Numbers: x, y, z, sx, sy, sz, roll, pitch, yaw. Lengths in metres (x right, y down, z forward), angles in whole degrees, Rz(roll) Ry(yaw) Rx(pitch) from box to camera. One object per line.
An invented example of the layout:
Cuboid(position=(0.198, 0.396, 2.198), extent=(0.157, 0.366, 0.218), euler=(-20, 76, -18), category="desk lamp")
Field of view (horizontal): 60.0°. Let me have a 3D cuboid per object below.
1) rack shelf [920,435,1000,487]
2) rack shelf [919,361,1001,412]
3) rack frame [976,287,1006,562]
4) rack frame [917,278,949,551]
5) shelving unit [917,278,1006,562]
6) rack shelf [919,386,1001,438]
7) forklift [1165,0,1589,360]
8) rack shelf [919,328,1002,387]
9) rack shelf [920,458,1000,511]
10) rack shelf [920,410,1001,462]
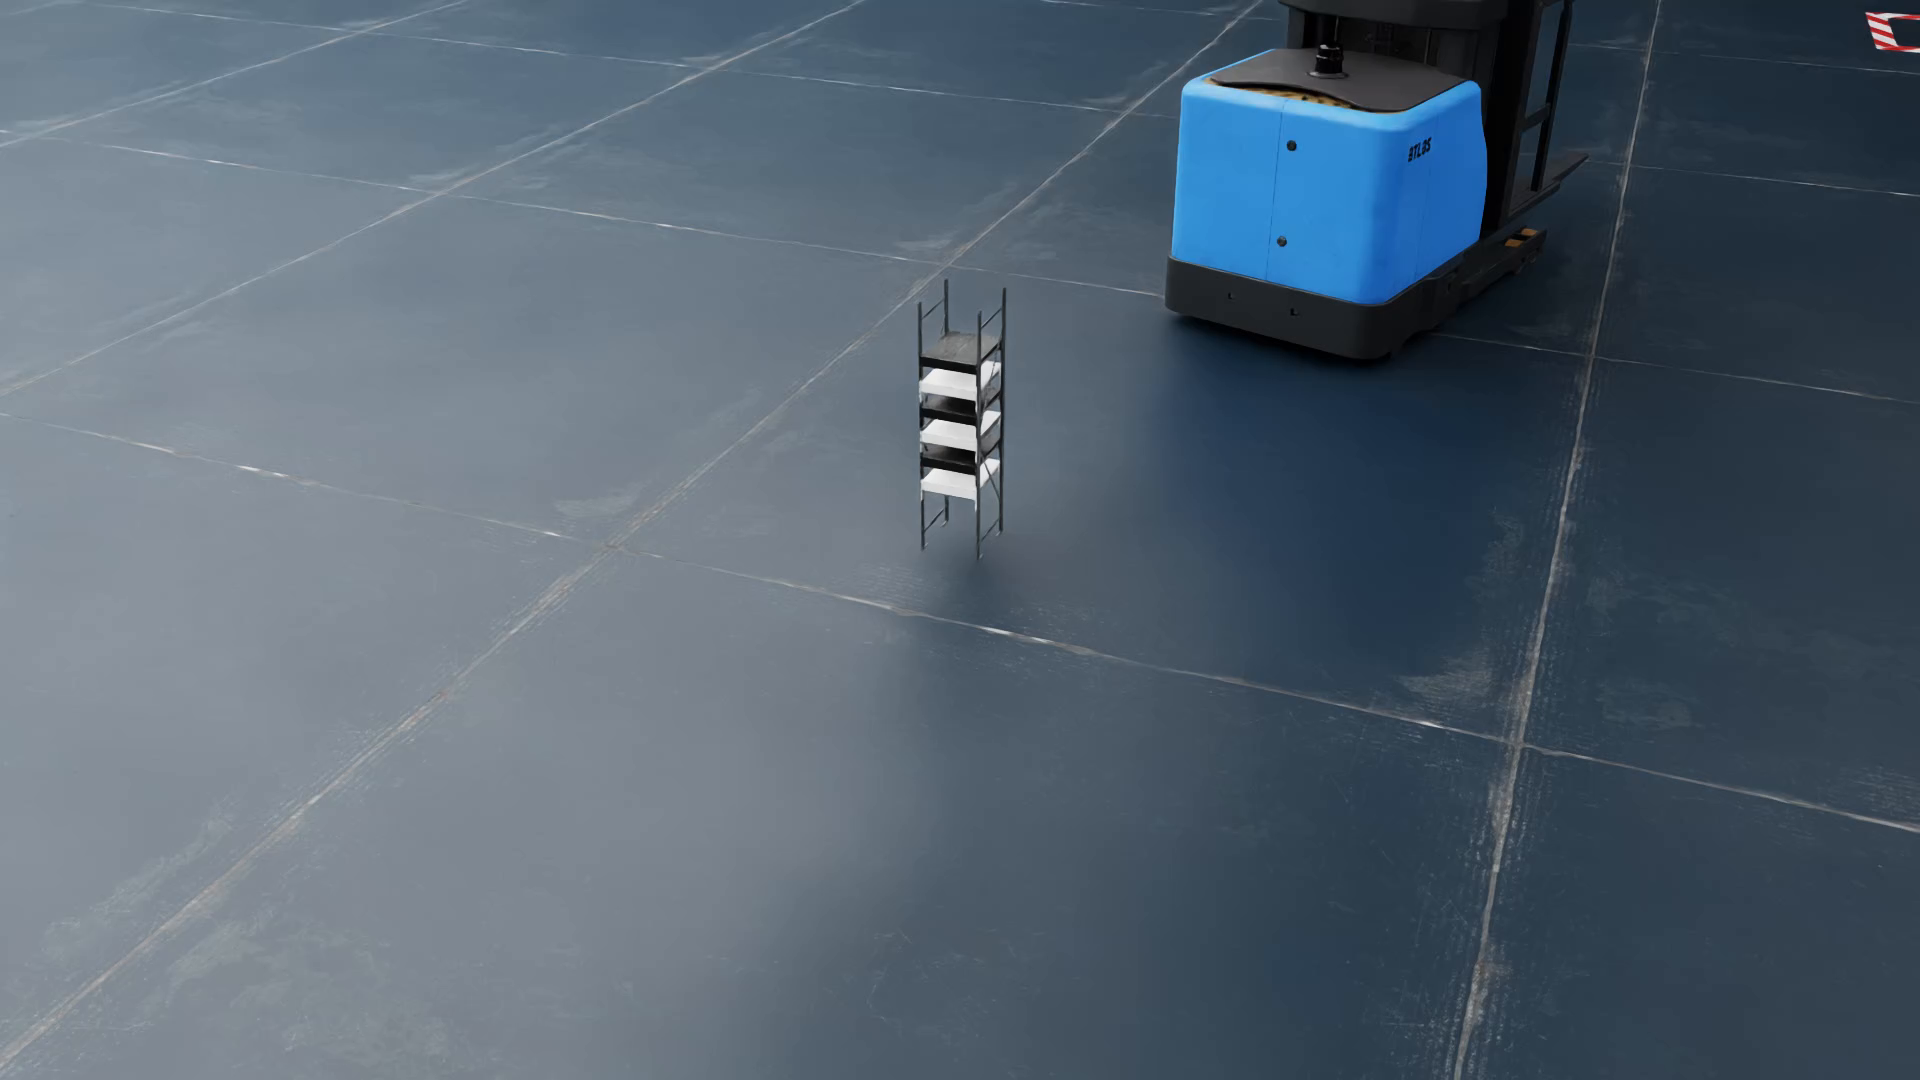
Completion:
Cuboid(position=(0.008, -0.283, 5.587), extent=(0.200, 0.077, 0.258), euler=(11, 31, 19), category="rack shelf")
Cuboid(position=(0.008, -0.518, 5.454), extent=(0.200, 0.077, 0.258), euler=(11, 31, 19), category="rack shelf")
Cuboid(position=(0.102, -0.371, 5.493), extent=(0.006, 0.900, 0.240), euler=(11, 31, 19), category="rack frame")
Cuboid(position=(-0.087, -0.409, 5.559), extent=(0.006, 0.900, 0.240), euler=(11, 31, 19), category="rack frame")
Cuboid(position=(0.008, -0.390, 5.526), extent=(0.210, 0.900, 0.258), euler=(11, 31, 19), category="shelving unit")
Cuboid(position=(0.008, -0.440, 5.498), extent=(0.200, 0.077, 0.258), euler=(11, 31, 19), category="rack shelf")
Cuboid(position=(2.217, -2.691, 7.532), extent=(1.130, 2.935, 3.031), euler=(21, 36, 32), category="forklift")
Cuboid(position=(0.008, -0.596, 5.409), extent=(0.200, 0.077, 0.258), euler=(11, 31, 19), category="rack shelf")
Cuboid(position=(0.008, -0.205, 5.631), extent=(0.200, 0.077, 0.258), euler=(11, 31, 19), category="rack shelf")
Cuboid(position=(0.008, -0.361, 5.542), extent=(0.200, 0.077, 0.258), euler=(11, 31, 19), category="rack shelf")
